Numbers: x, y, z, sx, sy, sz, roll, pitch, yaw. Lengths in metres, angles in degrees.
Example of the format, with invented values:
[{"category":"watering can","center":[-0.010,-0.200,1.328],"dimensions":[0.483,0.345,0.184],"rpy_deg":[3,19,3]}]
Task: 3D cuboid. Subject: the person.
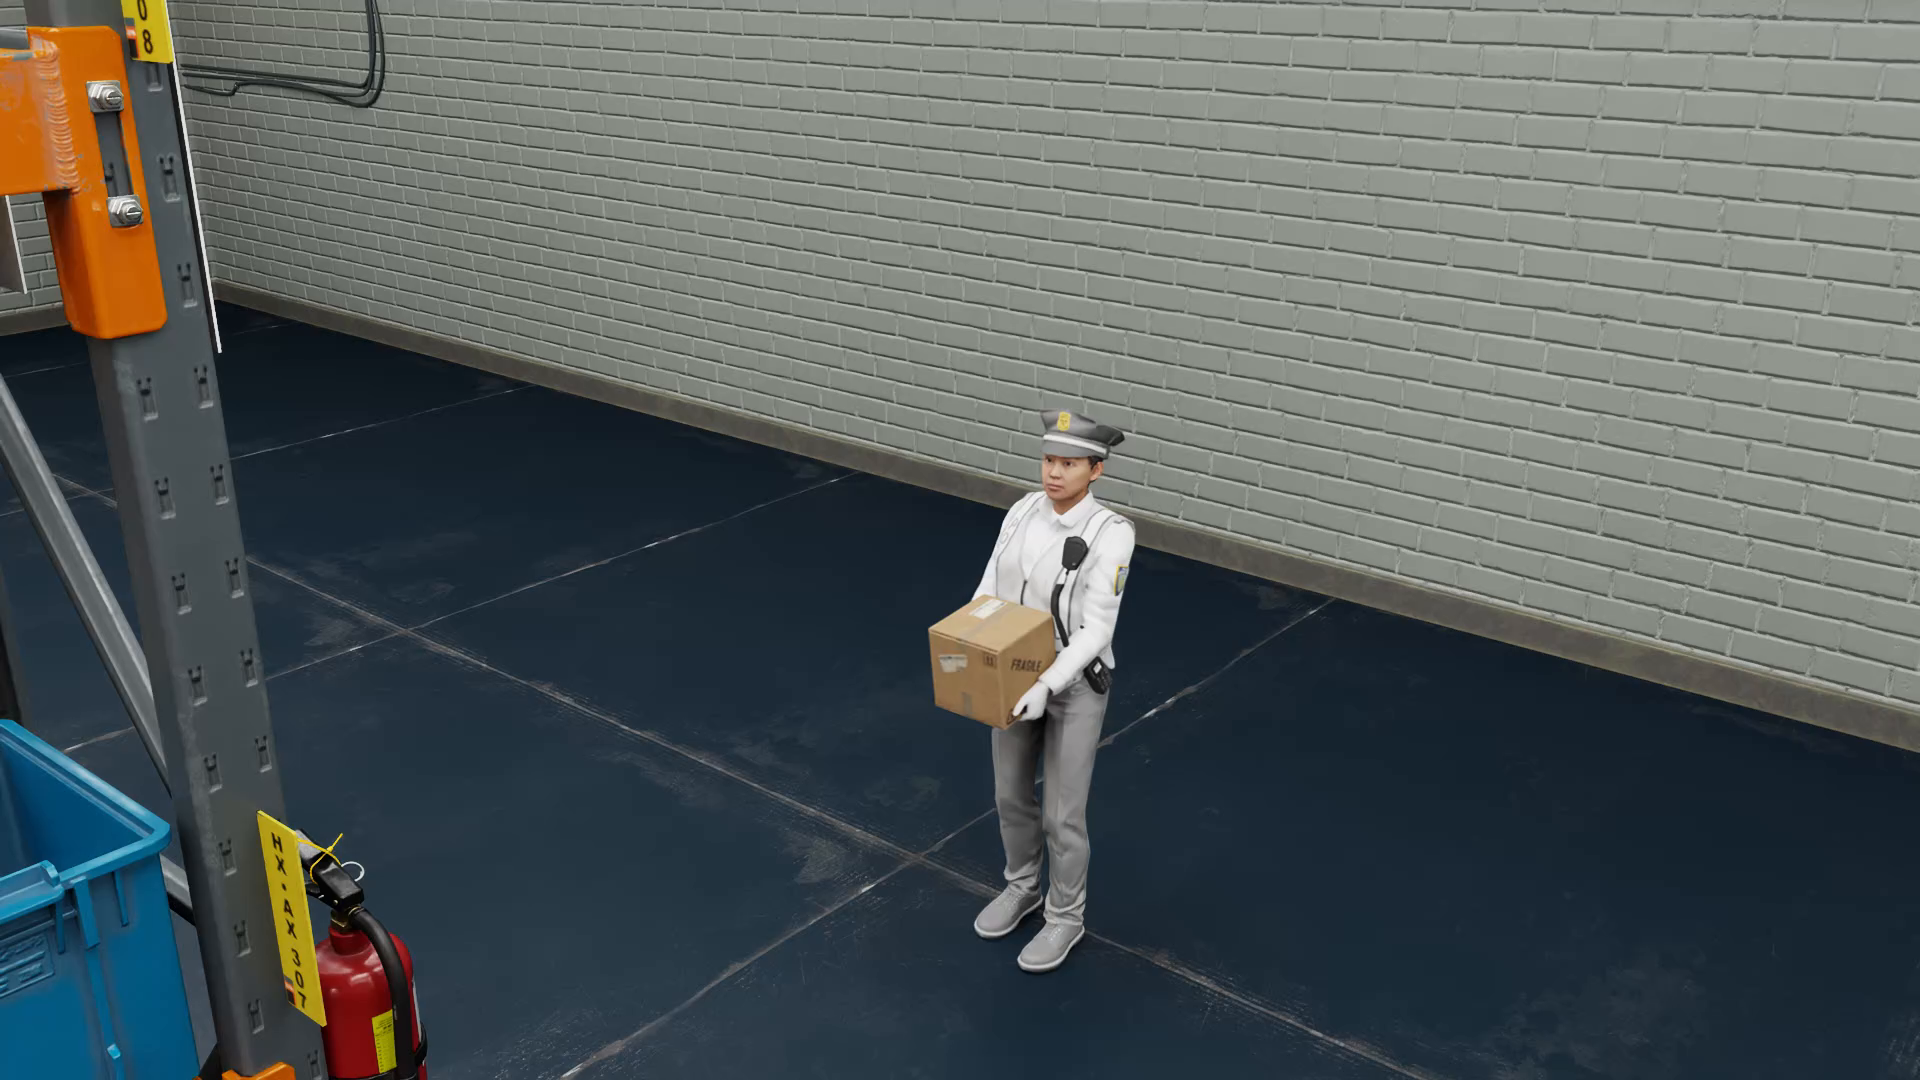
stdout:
[{"category":"person","center":[0.226,0.440,4.850],"dimensions":[0.460,1.686,0.564],"rpy_deg":[16,26,37]}]
